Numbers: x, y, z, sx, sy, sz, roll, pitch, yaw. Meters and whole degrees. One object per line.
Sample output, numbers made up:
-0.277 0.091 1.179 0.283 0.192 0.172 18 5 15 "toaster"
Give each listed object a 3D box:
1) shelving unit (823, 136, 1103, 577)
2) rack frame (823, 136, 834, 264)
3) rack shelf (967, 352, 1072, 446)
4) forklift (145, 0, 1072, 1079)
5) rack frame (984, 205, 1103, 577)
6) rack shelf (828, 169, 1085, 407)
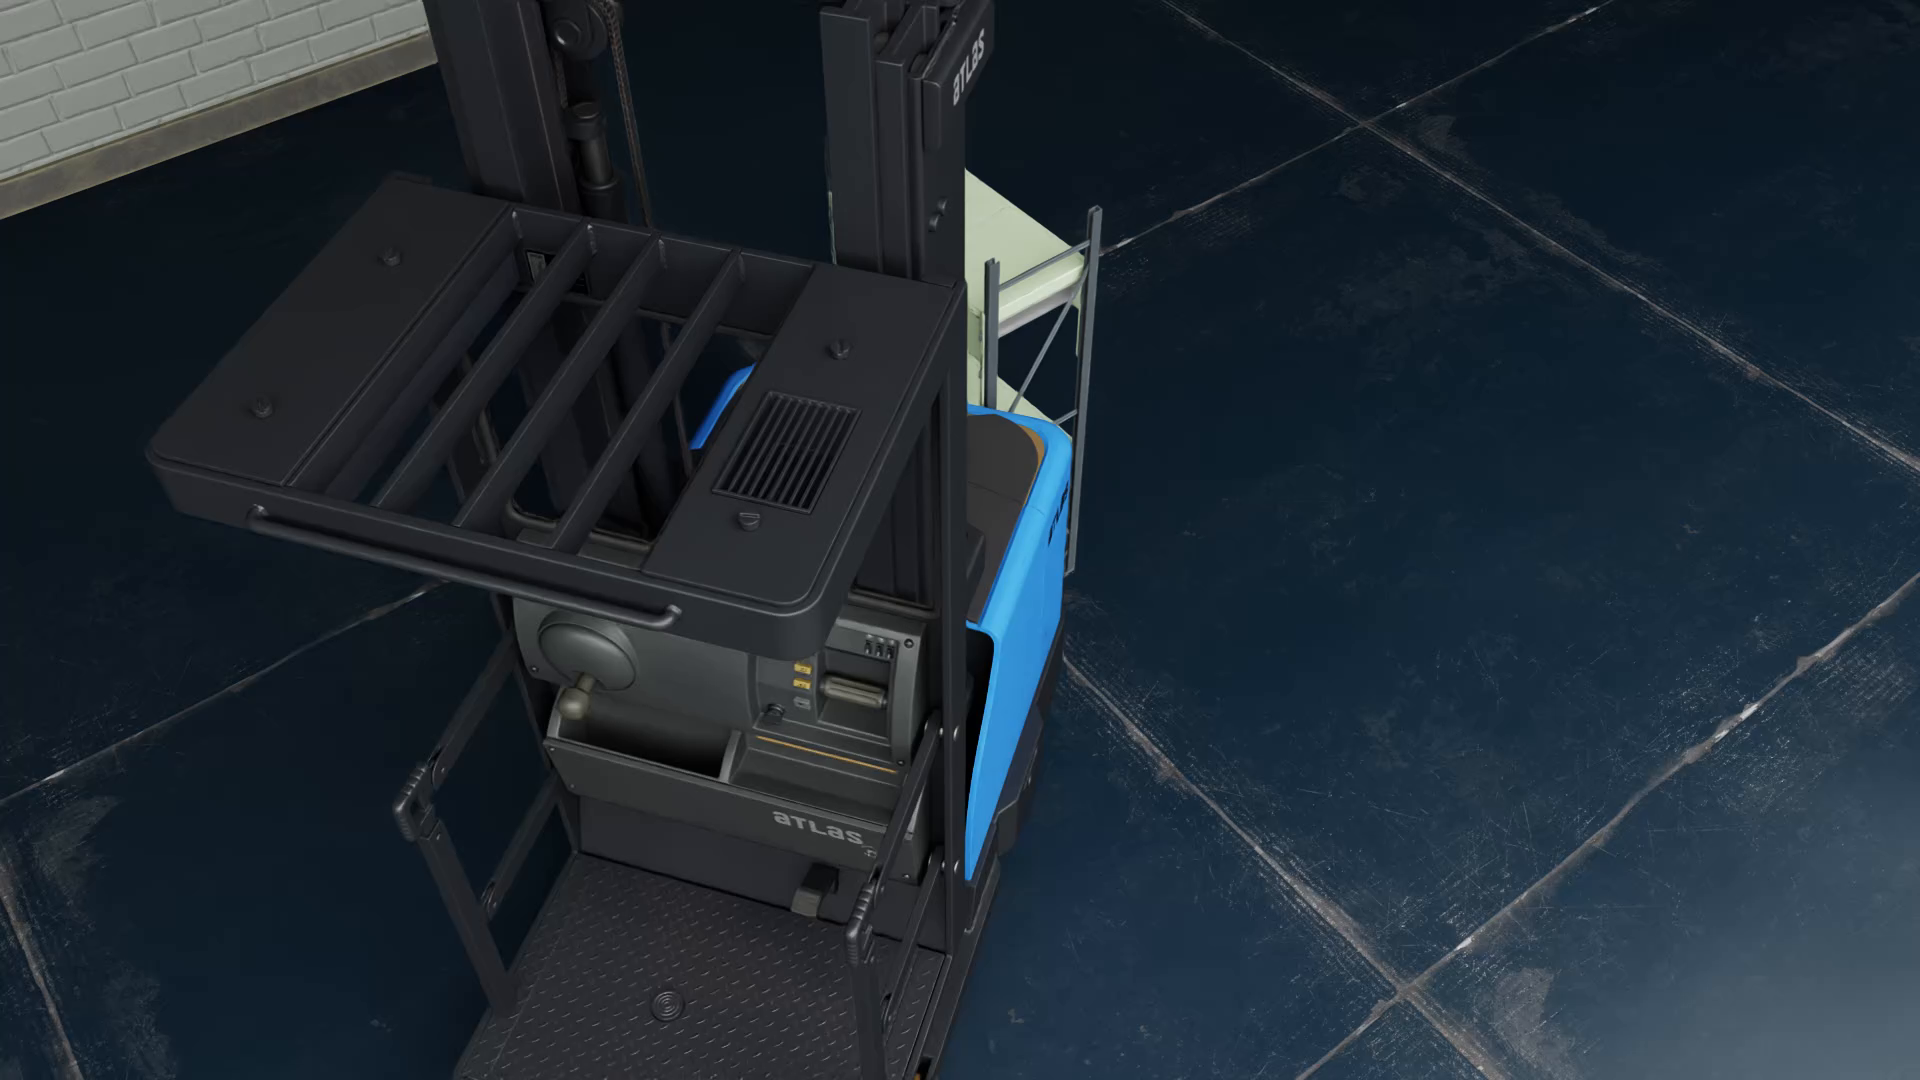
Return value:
-0.002 -0.527 5.216 0.431 1.500 0.755 -31 55 -25 "shelving unit"
-0.231 -0.739 5.407 0.400 1.500 0.023 -31 55 -25 "rack frame"
-0.002 -0.308 5.457 0.431 0.370 0.720 -31 55 -25 "rack shelf"
-0.594 0.357 3.448 1.130 2.935 3.031 13 49 11 "forklift"
0.227 -0.316 5.024 0.400 1.500 0.023 -31 55 -25 "rack frame"
-0.002 -0.789 4.927 0.431 0.370 0.720 -31 55 -25 "rack shelf"
